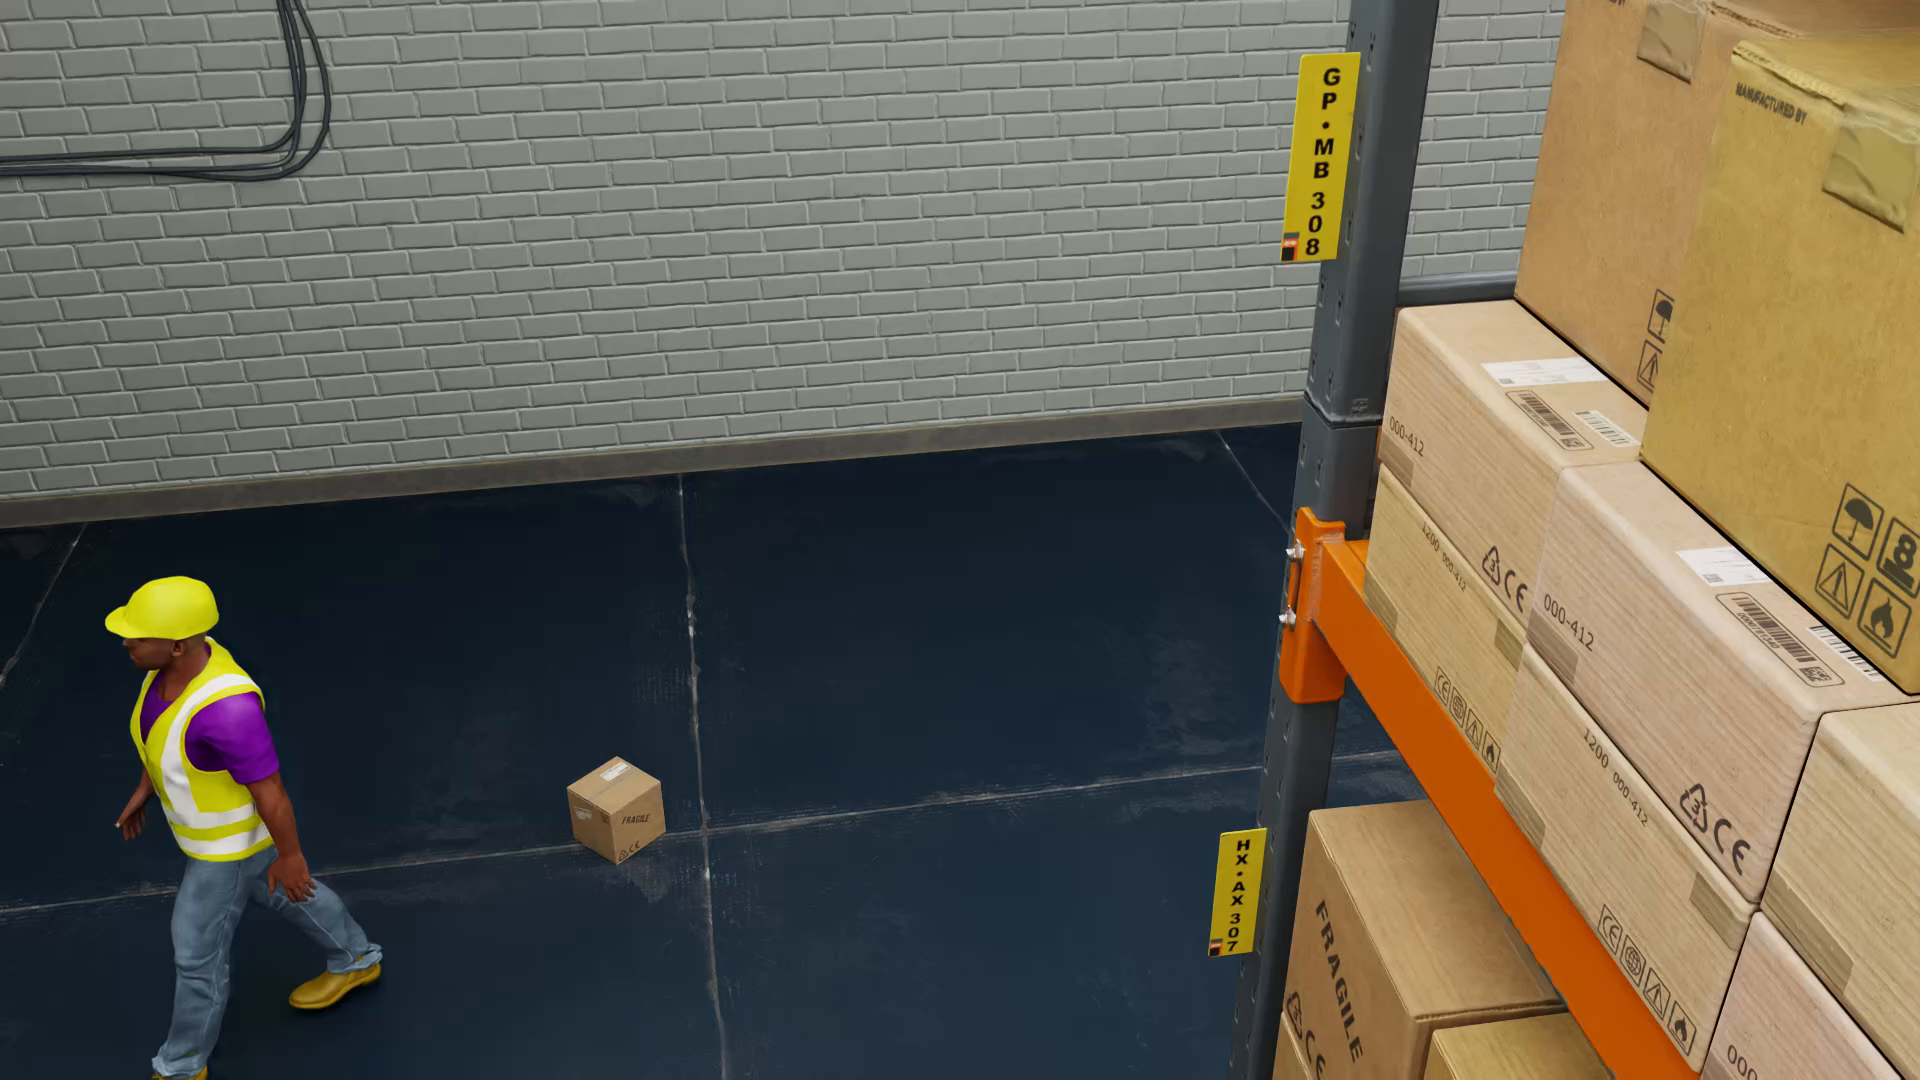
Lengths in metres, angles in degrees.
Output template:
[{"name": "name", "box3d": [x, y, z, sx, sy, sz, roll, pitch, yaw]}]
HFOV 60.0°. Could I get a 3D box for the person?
[{"name": "person", "box3d": [-2.346, 0.887, 5.071, 0.918, 1.737, 0.626, -20, 36, -30]}]
